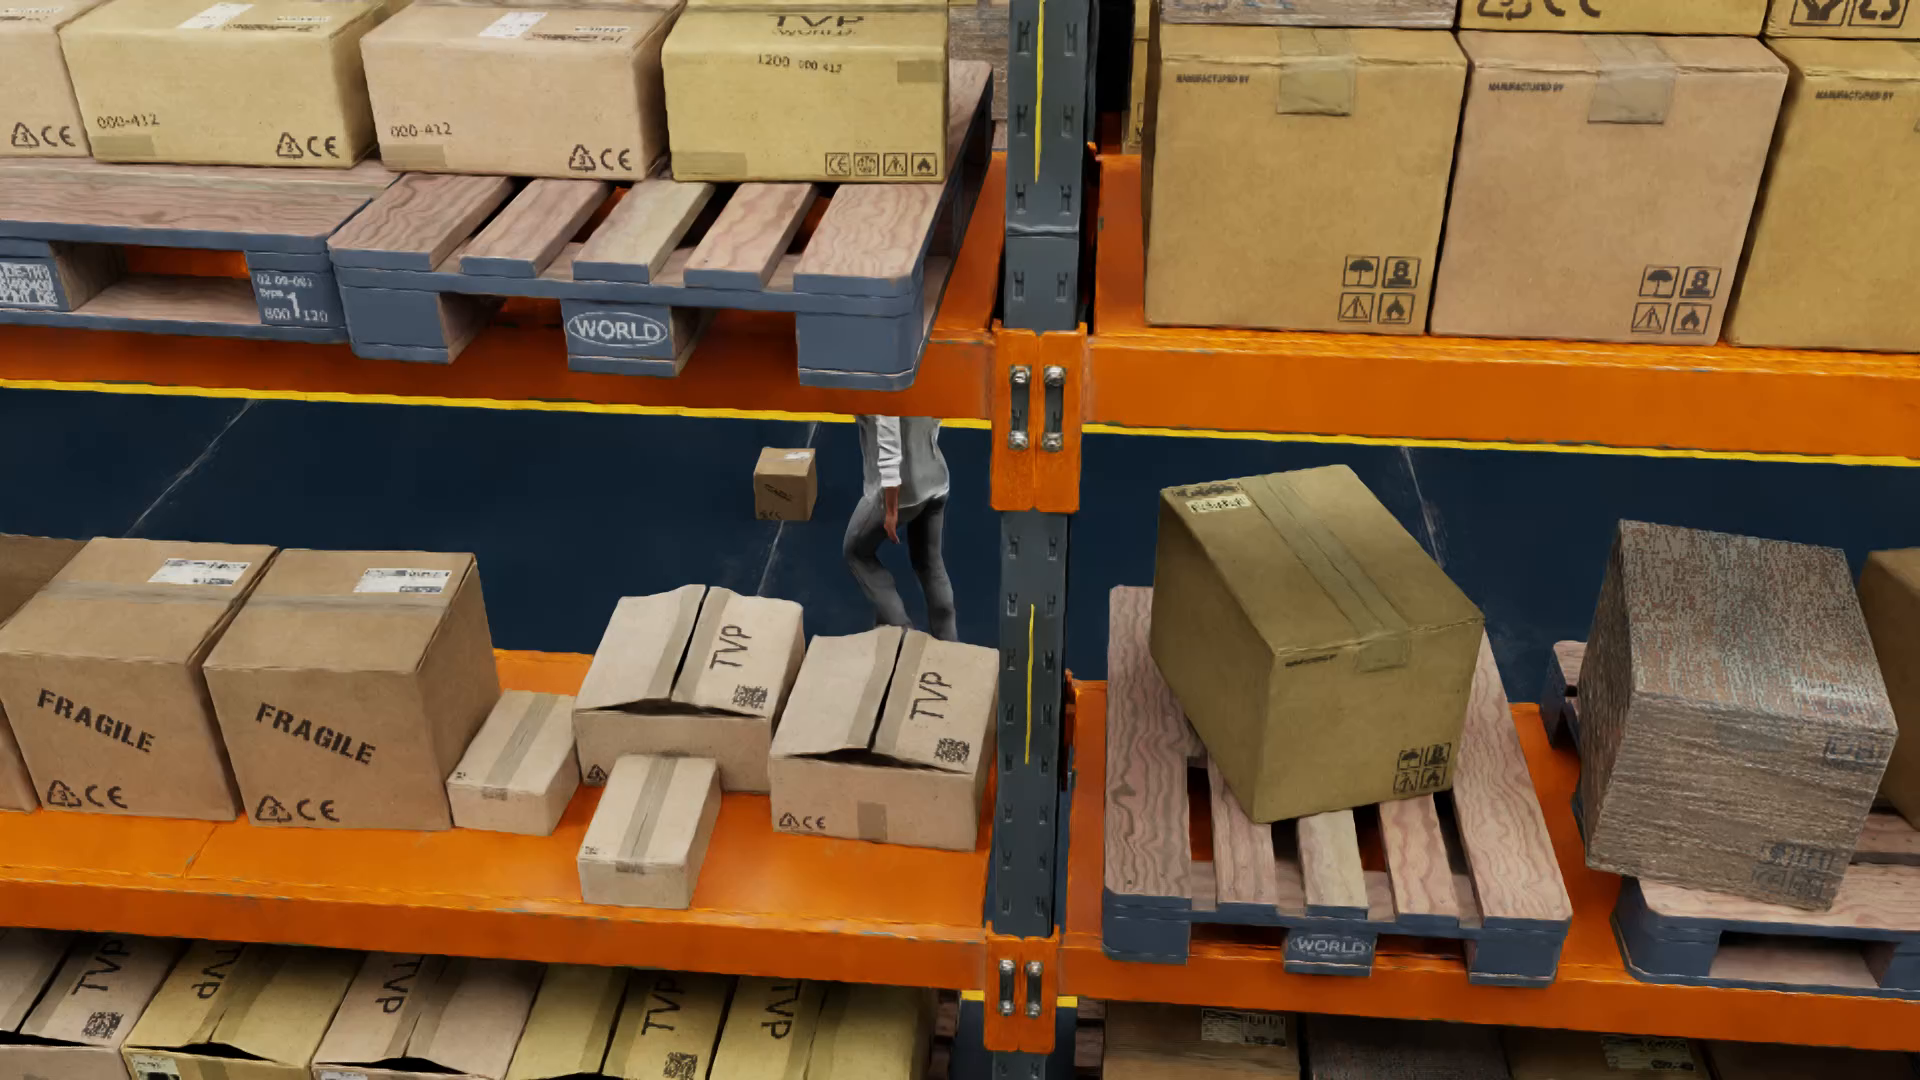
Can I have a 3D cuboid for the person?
[{"bbox_3d":[-0.185,-0.178,6.411,0.493,1.570,0.442,23,39,32],"label":"person"}]
